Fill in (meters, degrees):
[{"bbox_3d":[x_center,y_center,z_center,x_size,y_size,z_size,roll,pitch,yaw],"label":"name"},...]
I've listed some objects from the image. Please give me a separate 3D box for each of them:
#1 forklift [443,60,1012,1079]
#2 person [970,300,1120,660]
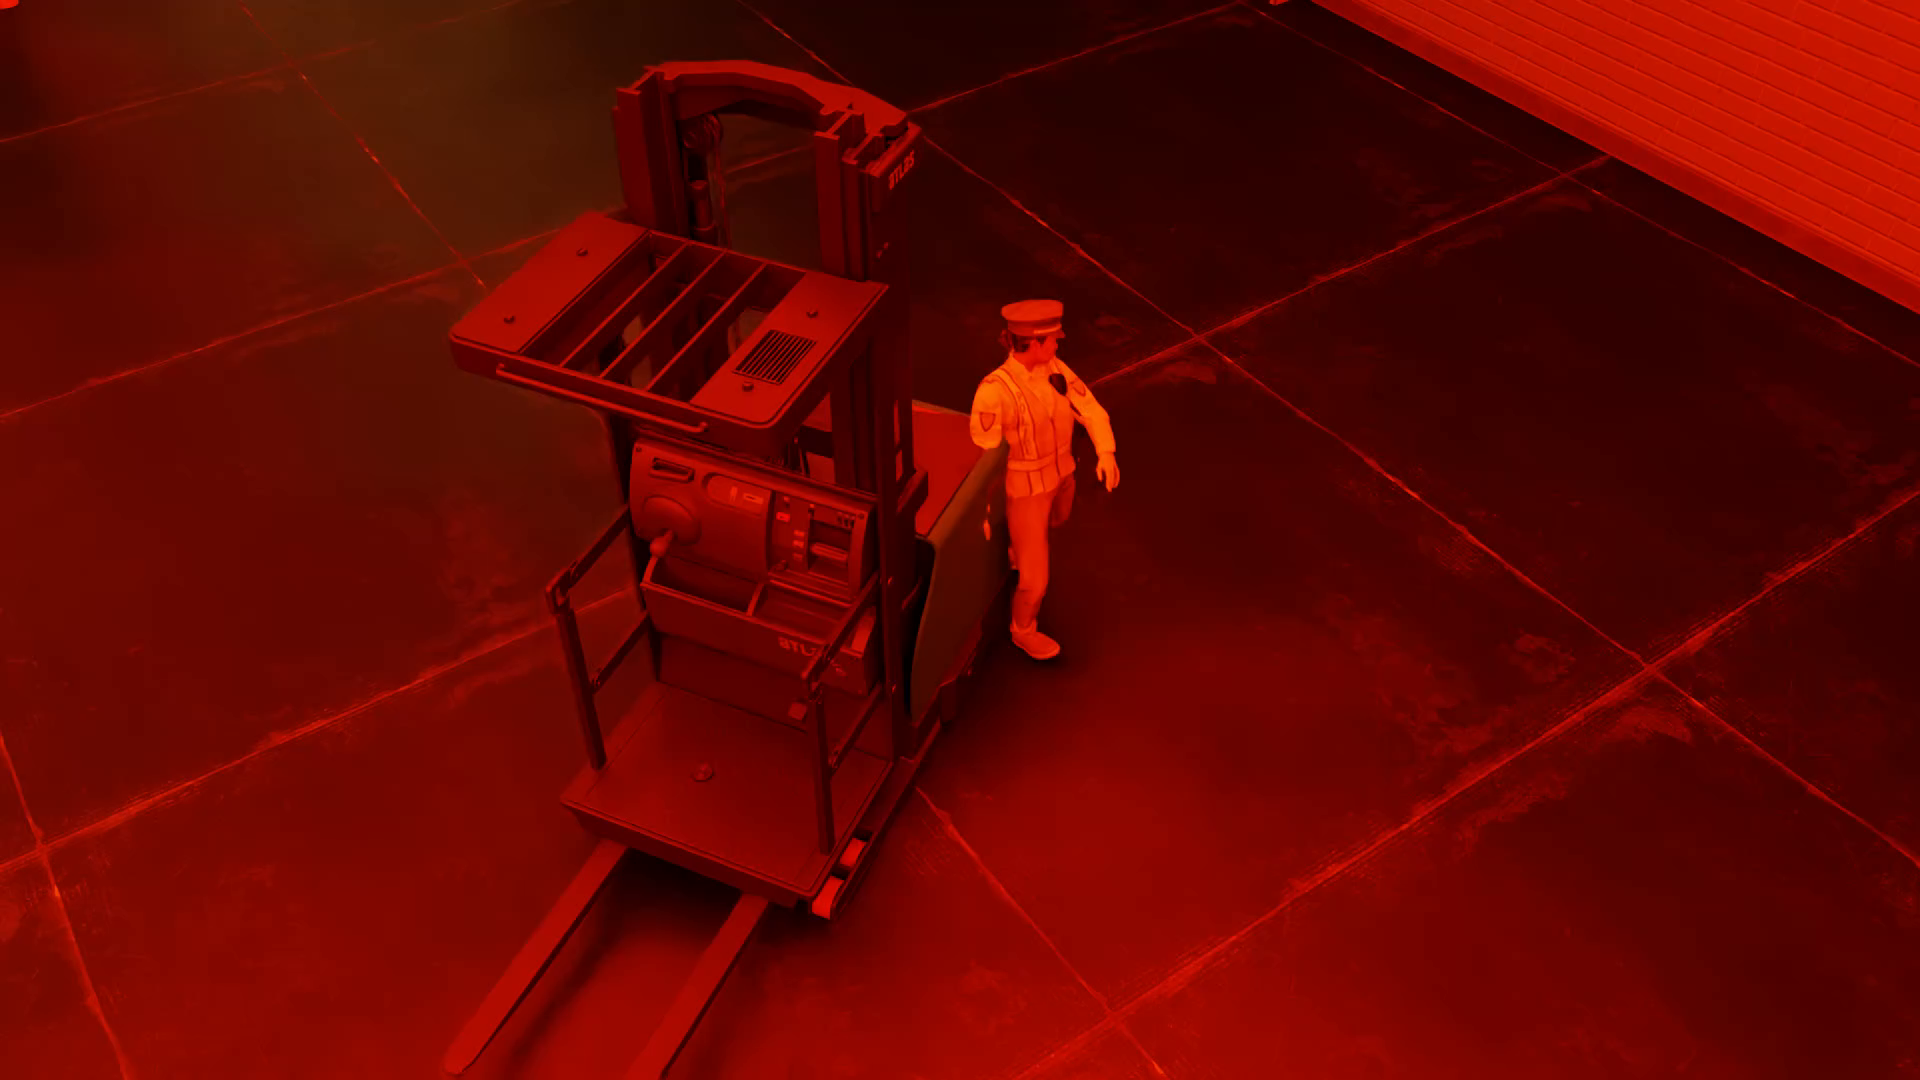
[{"bbox_3d":[-0.832,0.023,5.690,1.130,2.935,3.031,17,45,17],"label":"forklift"},{"bbox_3d":[0.296,-0.212,6.969,0.829,1.556,0.713,26,49,26],"label":"person"}]
